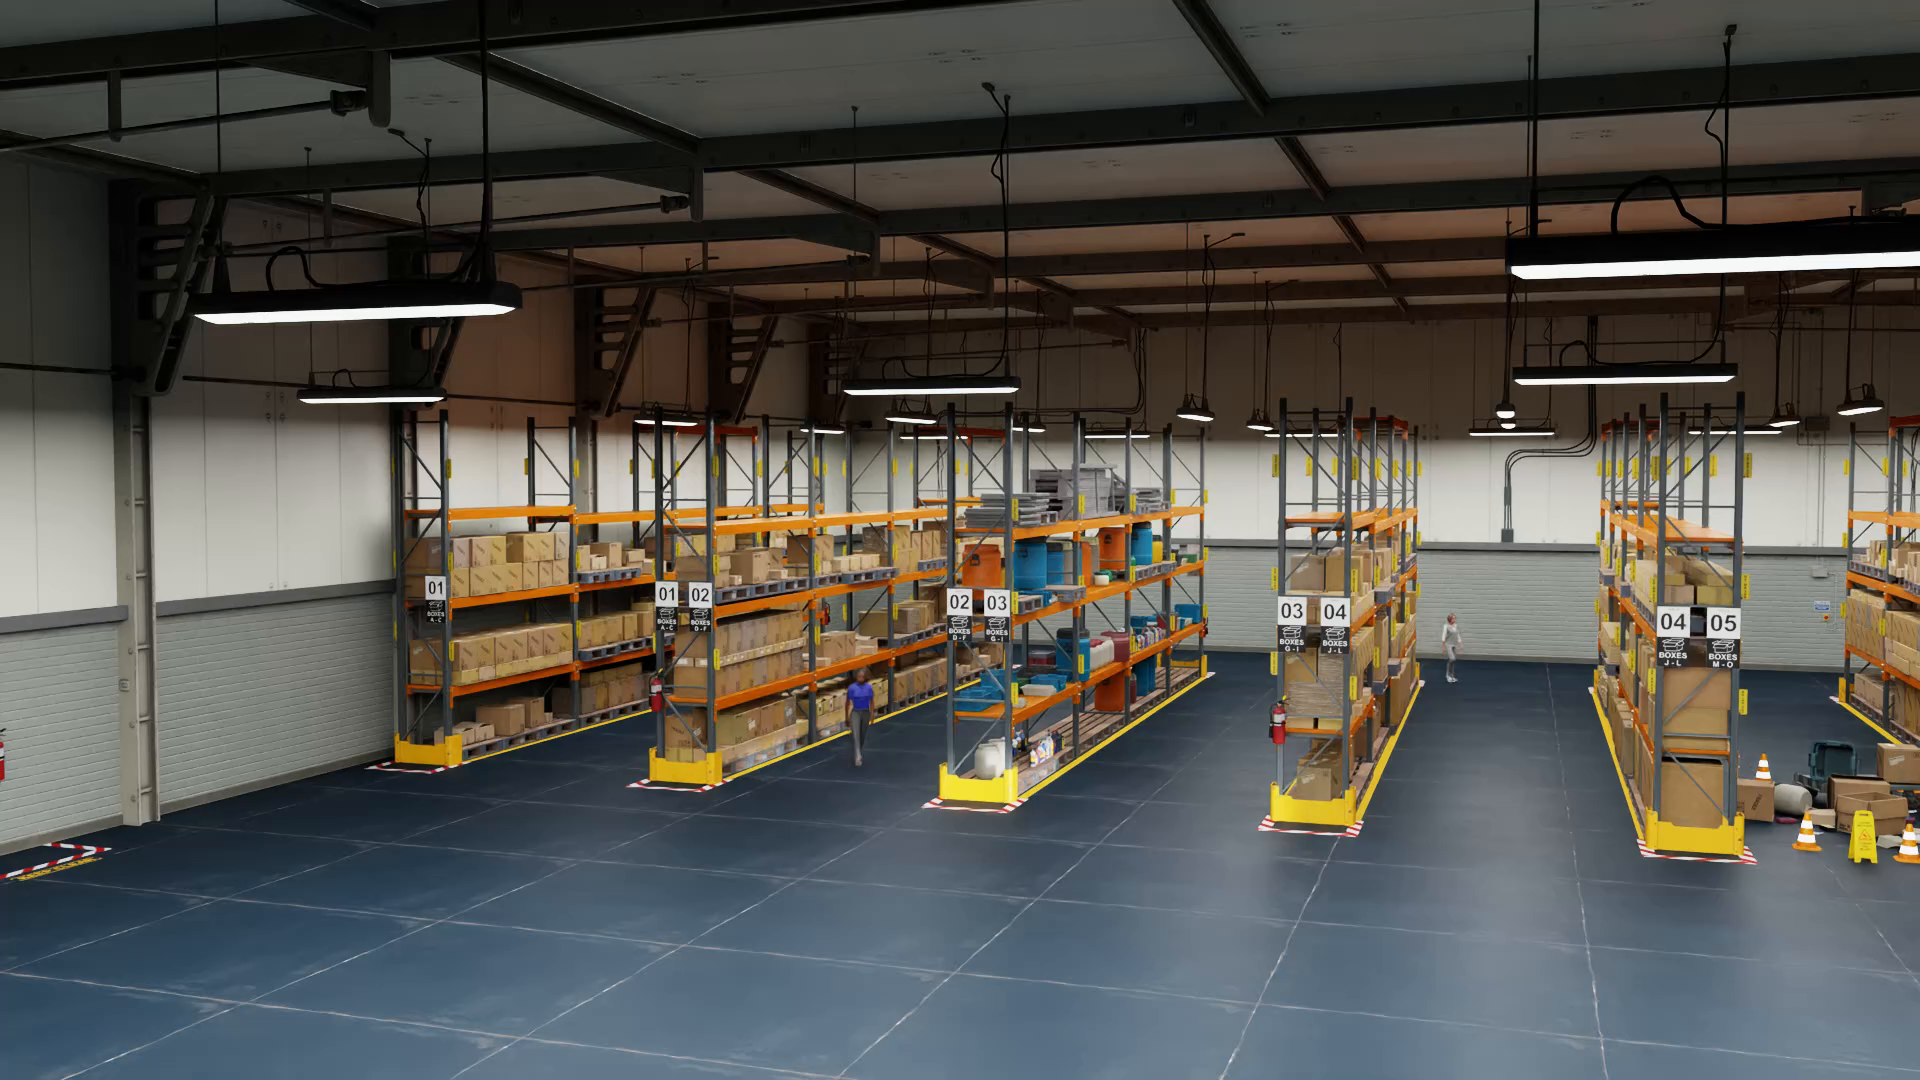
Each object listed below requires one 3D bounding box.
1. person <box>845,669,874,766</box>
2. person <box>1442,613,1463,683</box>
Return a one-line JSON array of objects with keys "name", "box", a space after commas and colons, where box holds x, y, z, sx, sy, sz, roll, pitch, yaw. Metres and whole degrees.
[{"name": "person", "box": [-1.685, 2.977, 28.052, 0.492, 1.588, 0.978, -1, 3, -24]}, {"name": "person", "box": [11.535, 2.533, 38.947, 0.466, 1.629, 0.396, -1, 3, -27]}]
